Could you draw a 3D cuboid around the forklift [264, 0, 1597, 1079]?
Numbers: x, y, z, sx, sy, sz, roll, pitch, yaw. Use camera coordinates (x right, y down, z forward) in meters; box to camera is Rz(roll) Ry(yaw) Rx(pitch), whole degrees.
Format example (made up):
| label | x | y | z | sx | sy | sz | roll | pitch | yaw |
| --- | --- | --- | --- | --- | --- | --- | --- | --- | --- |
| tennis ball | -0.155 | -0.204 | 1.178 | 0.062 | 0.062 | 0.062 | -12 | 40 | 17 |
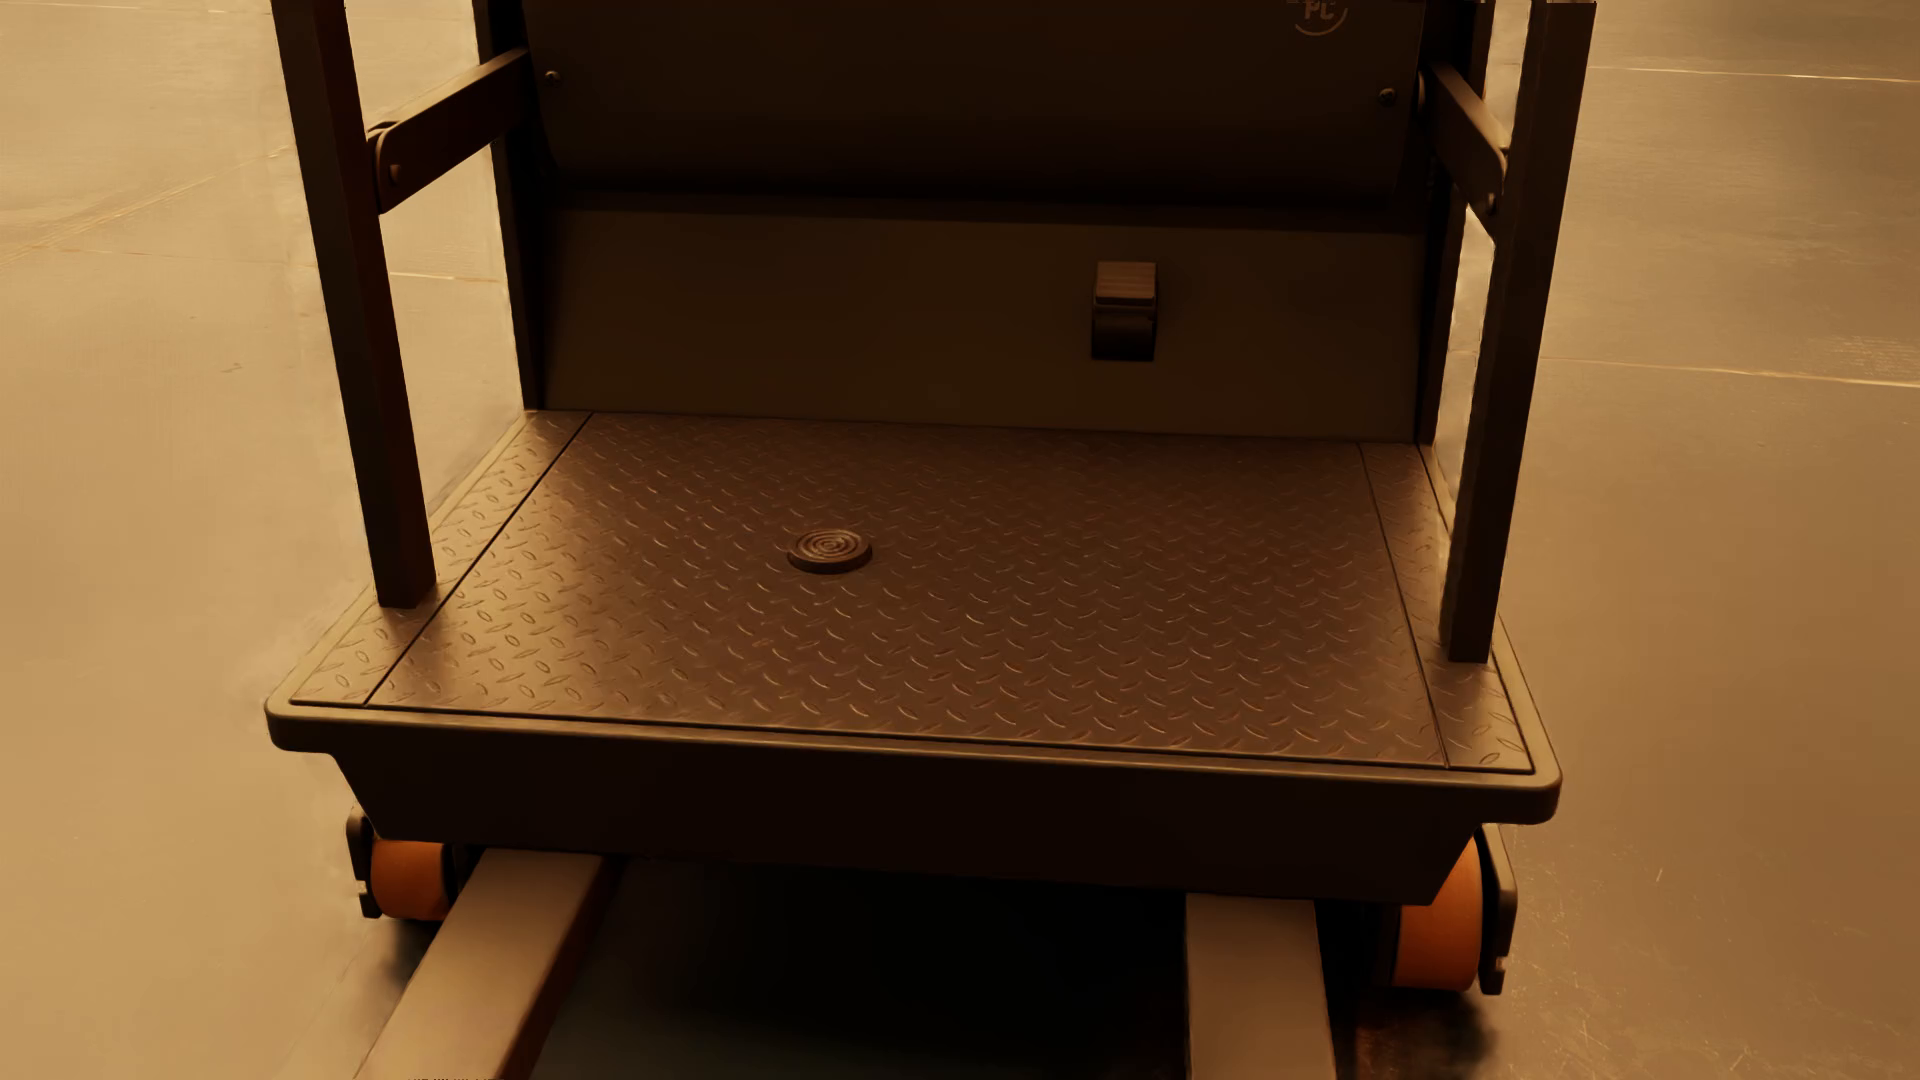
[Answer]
| label | x | y | z | sx | sy | sz | roll | pitch | yaw |
| --- | --- | --- | --- | --- | --- | --- | --- | --- | --- |
| forklift | -0.012 | -1.030 | 1.288 | 1.130 | 2.935 | 3.031 | 3 | 27 | 5 |
